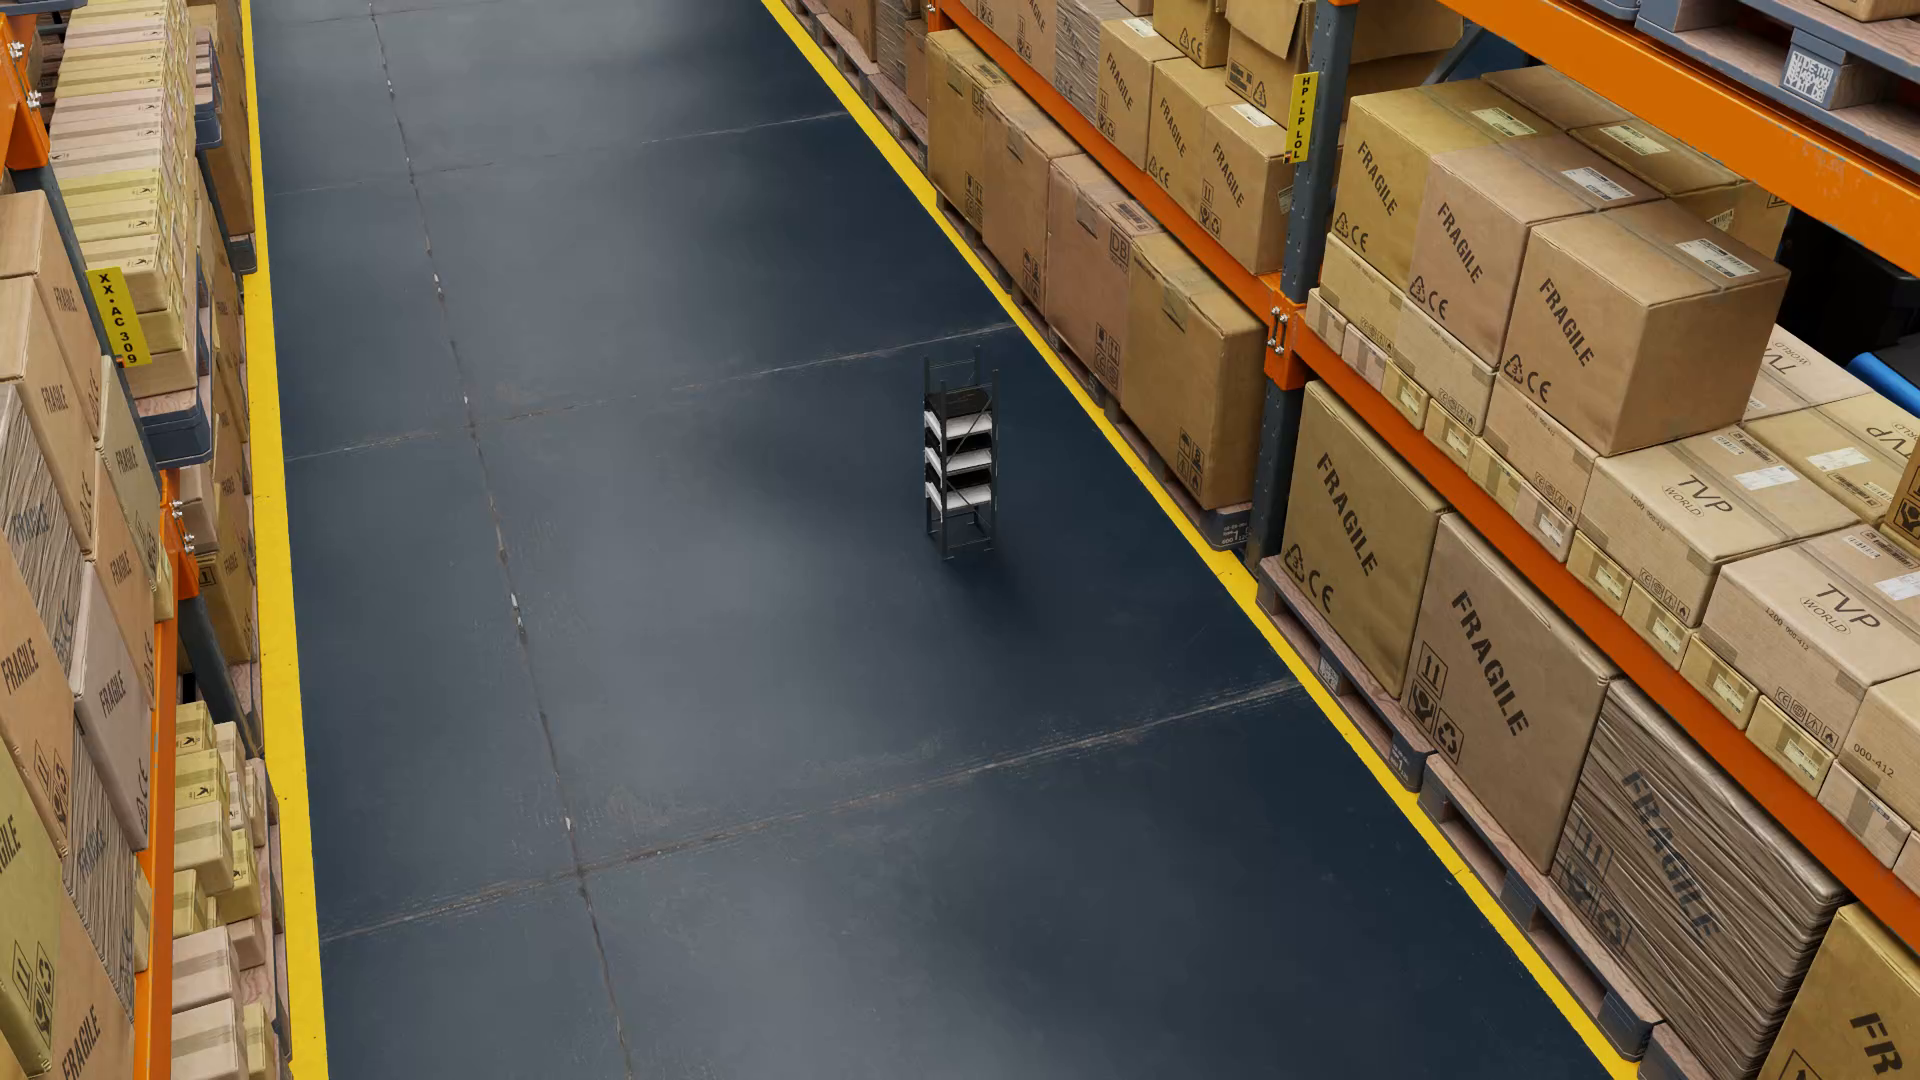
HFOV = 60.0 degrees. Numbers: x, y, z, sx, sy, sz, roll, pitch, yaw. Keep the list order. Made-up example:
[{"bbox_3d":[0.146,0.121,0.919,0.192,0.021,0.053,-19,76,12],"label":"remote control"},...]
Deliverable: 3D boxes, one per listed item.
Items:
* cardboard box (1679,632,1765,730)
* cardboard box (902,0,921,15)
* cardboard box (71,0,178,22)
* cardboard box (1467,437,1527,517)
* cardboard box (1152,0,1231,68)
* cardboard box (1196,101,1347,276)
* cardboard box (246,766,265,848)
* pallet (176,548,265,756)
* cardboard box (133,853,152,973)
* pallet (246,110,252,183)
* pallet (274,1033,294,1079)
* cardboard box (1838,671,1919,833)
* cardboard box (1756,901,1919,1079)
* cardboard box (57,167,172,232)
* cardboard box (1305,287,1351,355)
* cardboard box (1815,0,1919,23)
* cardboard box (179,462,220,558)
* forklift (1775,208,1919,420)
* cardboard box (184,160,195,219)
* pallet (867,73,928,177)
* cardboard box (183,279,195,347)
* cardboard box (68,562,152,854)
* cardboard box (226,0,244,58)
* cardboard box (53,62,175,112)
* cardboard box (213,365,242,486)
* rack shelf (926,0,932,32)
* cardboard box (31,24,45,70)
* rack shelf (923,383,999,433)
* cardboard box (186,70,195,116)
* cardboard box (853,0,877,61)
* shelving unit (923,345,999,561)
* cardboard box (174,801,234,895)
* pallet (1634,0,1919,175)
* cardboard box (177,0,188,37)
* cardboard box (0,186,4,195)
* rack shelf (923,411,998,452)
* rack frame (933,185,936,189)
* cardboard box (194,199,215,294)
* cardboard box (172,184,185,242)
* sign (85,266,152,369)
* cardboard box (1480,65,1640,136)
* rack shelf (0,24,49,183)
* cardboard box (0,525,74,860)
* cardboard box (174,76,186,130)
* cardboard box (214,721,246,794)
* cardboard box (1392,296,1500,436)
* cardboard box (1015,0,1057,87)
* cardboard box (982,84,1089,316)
[{"bbox_3d":[2.204,0.342,4.512,0.380,0.149,0.250,-12,39,-16],"label":"cardboard box"},{"bbox_3d":[-0.126,-3.568,10.583,0.500,0.250,0.500,-8,38,-11],"label":"cardboard box"},{"bbox_3d":[-3.593,-2.285,7.155,0.380,0.149,0.250,-11,38,-15],"label":"cardboard box"},{"bbox_3d":[1.853,-0.236,5.279,0.380,0.149,0.250,-13,39,-17],"label":"cardboard box"},{"bbox_3d":[1.249,-2.352,6.962,0.797,0.503,0.637,-12,39,-15],"label":"cardboard box"},{"bbox_3d":[1.284,-1.410,6.545,0.500,0.500,0.500,-12,39,-16],"label":"cardboard box"},{"bbox_3d":[-2.536,0.930,5.543,0.380,0.149,0.250,-12,39,-15],"label":"cardboard box"},{"bbox_3d":[-3.260,0.482,6.434,1.003,0.211,1.213,-12,39,-16],"label":"pallet"},{"bbox_3d":[-2.067,0.889,3.785,0.380,0.149,0.250,-12,39,-15],"label":"cardboard box"},{"bbox_3d":[-4.984,-2.487,10.376,1.003,0.211,1.213,-12,39,-16],"label":"pallet"},{"bbox_3d":[-2.303,1.984,4.441,1.003,0.211,1.213,-12,39,-16],"label":"pallet"},{"bbox_3d":[2.488,0.533,3.926,0.500,0.250,0.500,-13,39,-17],"label":"cardboard box"},{"bbox_3d":[2.782,1.434,4.271,0.875,0.875,0.875,-12,39,-16],"label":"cardboard box"},{"bbox_3d":[-2.882,-1.117,5.605,0.380,0.149,0.250,-12,39,-16],"label":"cardboard box"},{"bbox_3d":[1.491,-0.826,6.062,0.380,0.149,0.250,-12,39,-16],"label":"cardboard box"},{"bbox_3d":[2.255,-1.549,3.805,0.700,0.500,0.500,-11,38,-14],"label":"cardboard box"},{"bbox_3d":[-2.997,-0.133,6.039,0.500,0.250,0.500,-14,39,-18],"label":"cardboard box"},{"bbox_3d":[3.790,-1.524,6.837,1.130,2.935,3.031,-8,38,-11],"label":"forklift"},{"bbox_3d":[-3.149,-1.314,6.361,0.380,0.149,0.250,-13,39,-17],"label":"cardboard box"},{"bbox_3d":[0.057,-2.750,10.725,1.003,0.211,1.213,-12,39,-16],"label":"pallet"},{"bbox_3d":[-2.795,-0.733,5.589,0.380,0.149,0.250,-12,39,-15],"label":"cardboard box"},{"bbox_3d":[-2.211,0.439,3.844,0.500,0.500,0.500,-13,39,-16],"label":"cardboard box"},{"bbox_3d":[-5.445,-3.649,11.121,1.050,0.750,0.750,-13,39,-16],"label":"cardboard box"},{"bbox_3d":[-3.236,-1.697,6.375,0.380,0.149,0.250,-11,38,-15],"label":"cardboard box"},{"bbox_3d":[-3.372,-0.425,7.050,0.500,0.500,0.500,-12,39,-15],"label":"cardboard box"},{"bbox_3d":[-0.363,-4.264,11.016,1.077,0.370,4.000,-12,39,-16],"label":"rack shelf"},{"bbox_3d":[-4.402,-2.225,7.570,0.380,0.149,0.250,-13,39,-17],"label":"cardboard box"},{"bbox_3d":[0.003,-0.544,6.831,0.258,0.077,0.200,-12,39,-16],"label":"rack shelf"},{"bbox_3d":[-3.511,-1.908,7.150,0.380,0.149,0.250,-13,39,-17],"label":"cardboard box"},{"bbox_3d":[-0.329,-3.603,11.252,0.700,0.500,0.500,-9,38,-12],"label":"cardboard box"},{"bbox_3d":[0.003,-0.355,6.973,0.258,0.900,0.210,-12,39,-16],"label":"shelving unit"},{"bbox_3d":[-2.406,0.964,5.004,0.380,0.149,0.250,-13,39,-16],"label":"cardboard box"},{"bbox_3d":[2.389,-1.172,3.894,1.003,0.211,1.213,-12,39,-16],"label":"pallet"},{"bbox_3d":[-3.676,-2.303,7.427,0.380,0.149,0.250,-11,38,-14],"label":"cardboard box"},{"bbox_3d":[-3.764,-1.178,6.181,0.380,0.149,0.250,-11,38,-14],"label":"cardboard box"},{"bbox_3d":[0.003,-0.472,6.885,0.258,0.077,0.200,-12,39,-16],"label":"rack shelf"},{"bbox_3d":[0.325,-3.422,9.299,1.000,3.000,0.127,-12,39,-16],"label":"rack frame"},{"bbox_3d":[-3.701,-1.306,7.595,0.500,0.250,0.500,-12,39,-15],"label":"cardboard box"},{"bbox_3d":[-2.964,-1.135,5.876,0.380,0.149,0.250,-14,39,-18],"label":"cardboard box"},{"bbox_3d":[-2.484,-0.655,4.906,0.100,0.325,0.005,-12,39,-16],"label":"sign"},{"bbox_3d":[2.111,-1.316,5.758,0.500,0.500,0.500,-11,38,-15],"label":"cardboard box"},{"bbox_3d":[-2.302,0.027,2.826,1.077,0.370,4.000,-12,39,-16],"label":"rack shelf"},{"bbox_3d":[-2.036,0.331,3.155,0.500,0.500,0.500,-14,39,-17],"label":"cardboard box"},{"bbox_3d":[-3.323,-1.725,6.659,0.380,0.149,0.250,-11,38,-15],"label":"cardboard box"},{"bbox_3d":[-2.584,0.772,5.505,0.380,0.149,0.250,-12,39,-15],"label":"cardboard box"},{"bbox_3d":[1.784,-0.619,5.456,0.500,0.250,0.500,-13,39,-16],"label":"cardboard box"},{"bbox_3d":[0.596,-2.551,8.061,0.500,0.500,0.500,-13,39,-17],"label":"cardboard box"},{"bbox_3d":[0.842,-1.841,8.618,1.225,0.875,0.875,-12,39,-16],"label":"cardboard box"}]
